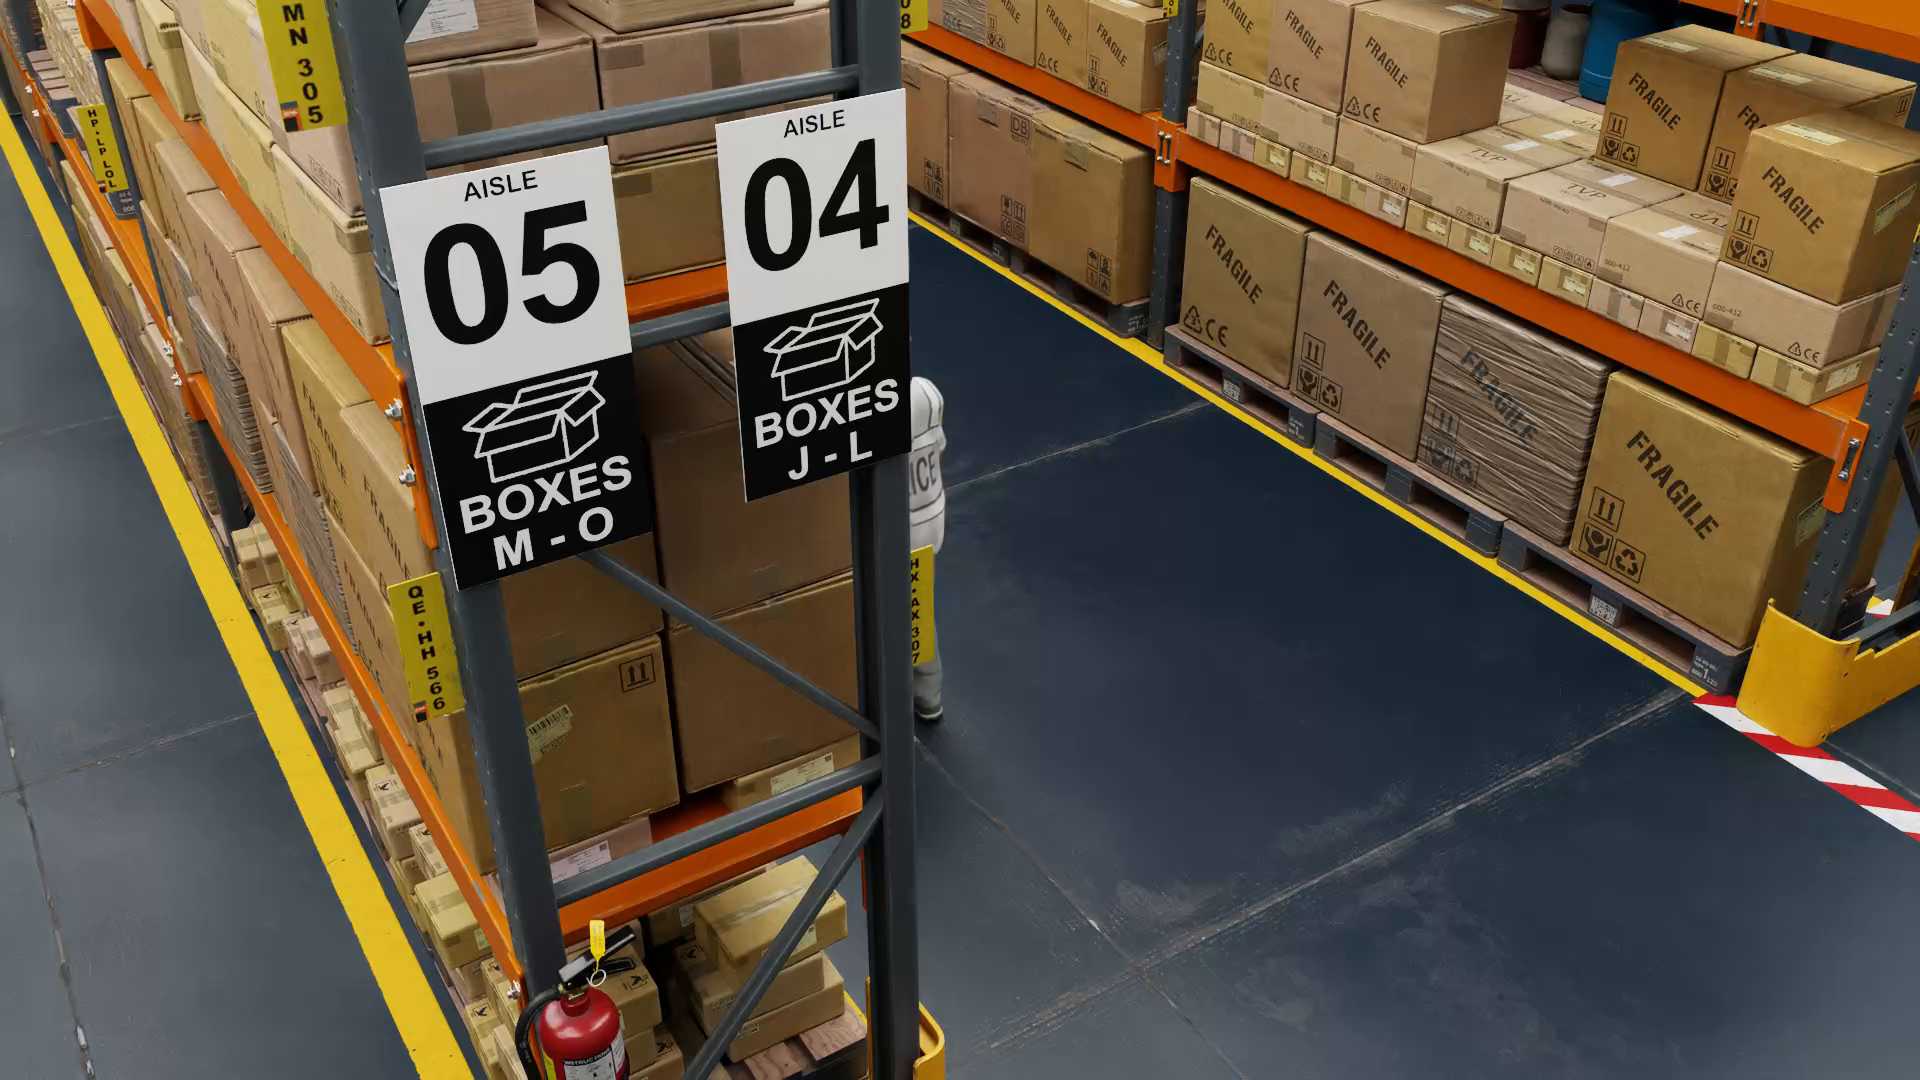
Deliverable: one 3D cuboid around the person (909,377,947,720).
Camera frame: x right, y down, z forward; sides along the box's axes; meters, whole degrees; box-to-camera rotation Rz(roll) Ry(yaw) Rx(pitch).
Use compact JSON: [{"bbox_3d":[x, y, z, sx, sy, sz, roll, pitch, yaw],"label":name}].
[{"bbox_3d":[-0.294,-0.014,6.144,0.551,1.758,0.434,-21,38,-29],"label":"person"}]
